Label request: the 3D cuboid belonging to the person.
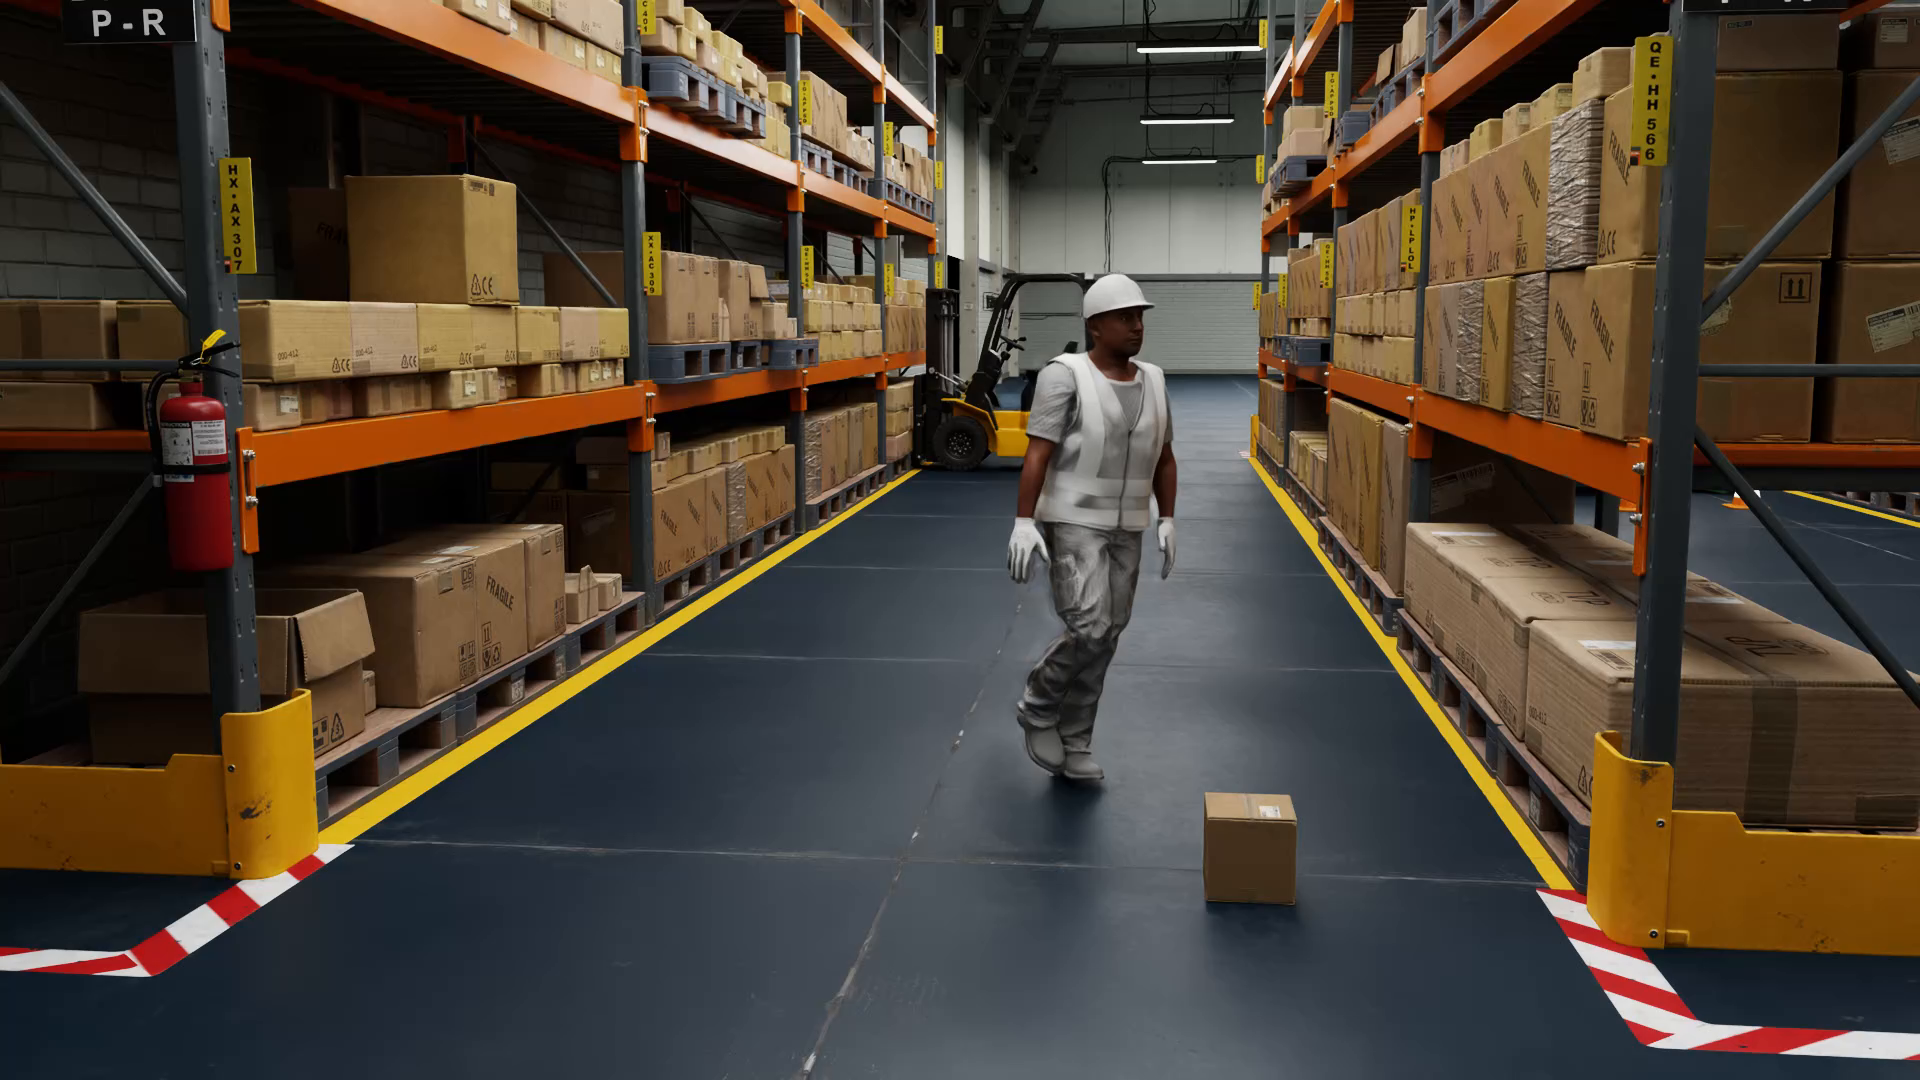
[{"bbox_3d":[0.449,-0.030,5.813,0.685,1.776,0.469,-5,9,-32],"label":"person"}]
